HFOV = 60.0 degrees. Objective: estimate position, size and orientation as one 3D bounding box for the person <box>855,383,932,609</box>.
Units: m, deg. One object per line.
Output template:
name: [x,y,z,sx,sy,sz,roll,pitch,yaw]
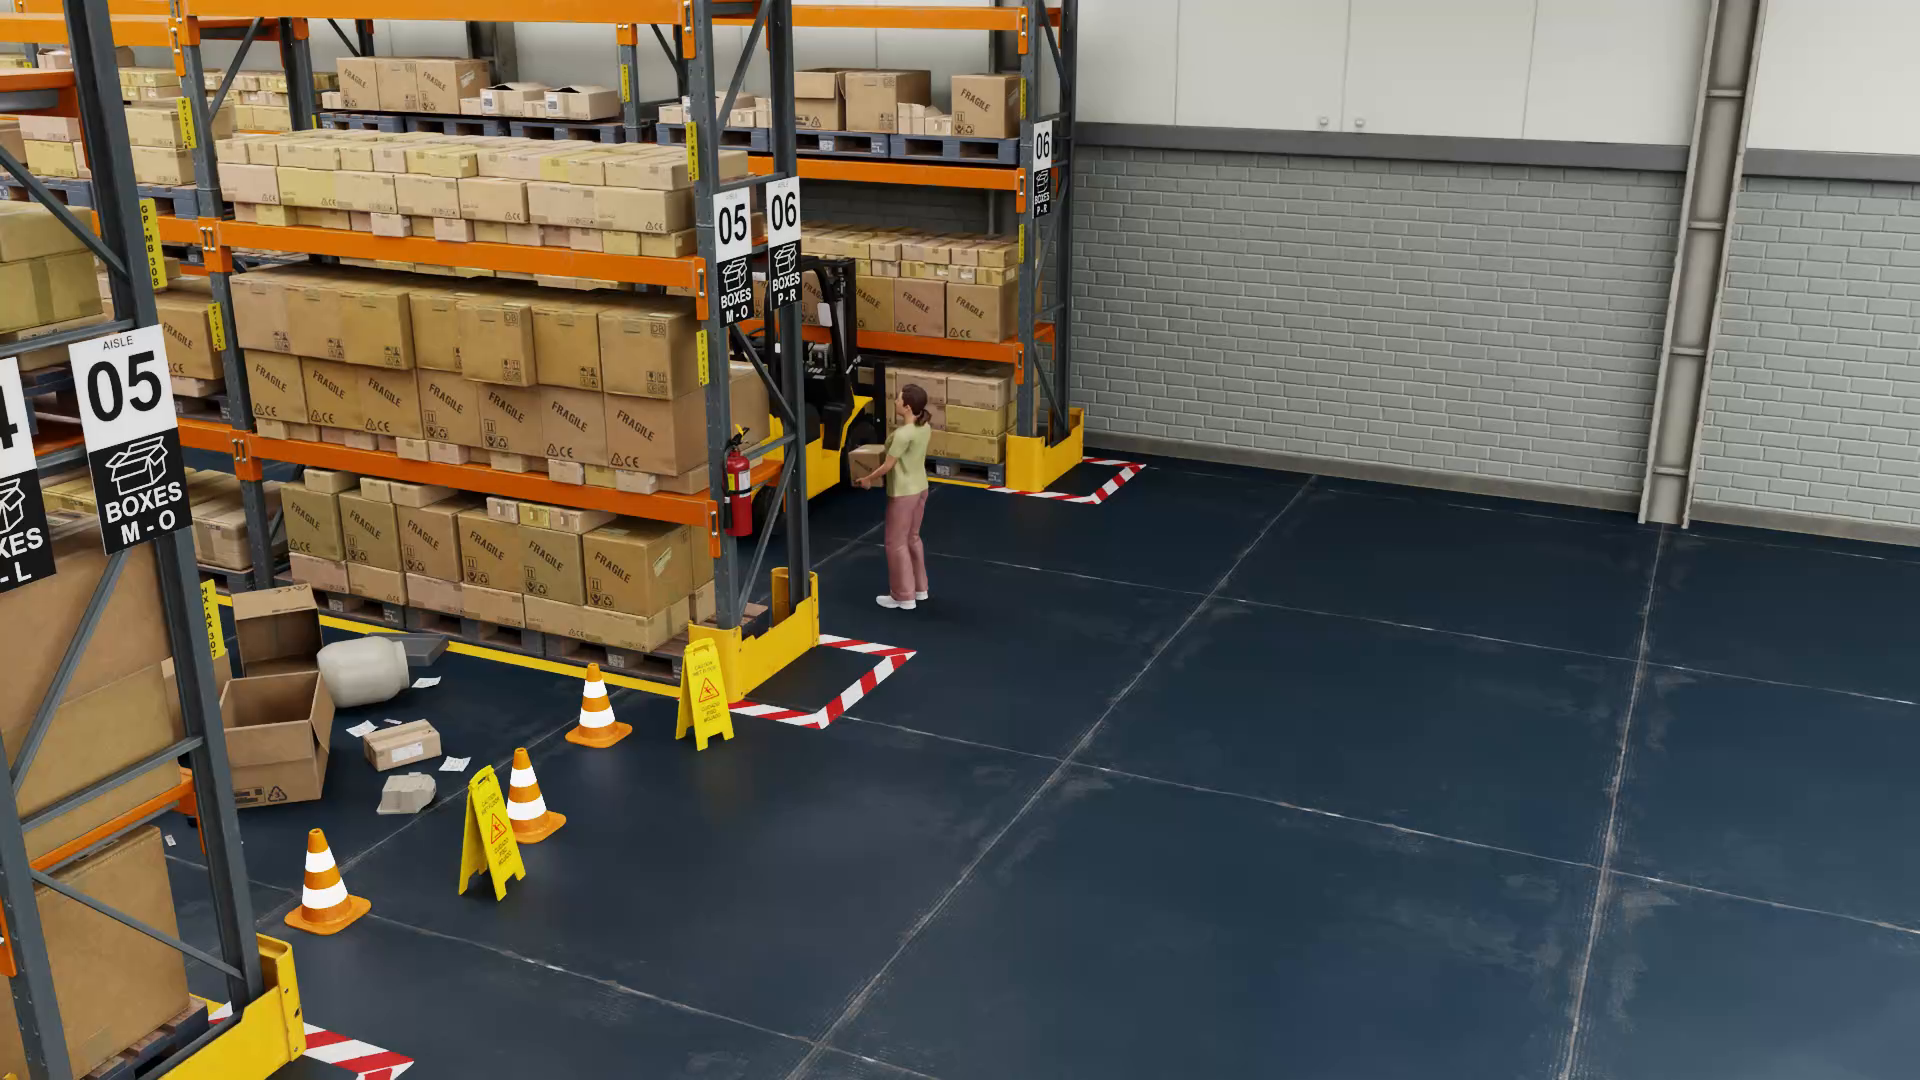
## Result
person: [-0.453,-0.332,12.042,0.558,1.663,0.428,8,21,23]
